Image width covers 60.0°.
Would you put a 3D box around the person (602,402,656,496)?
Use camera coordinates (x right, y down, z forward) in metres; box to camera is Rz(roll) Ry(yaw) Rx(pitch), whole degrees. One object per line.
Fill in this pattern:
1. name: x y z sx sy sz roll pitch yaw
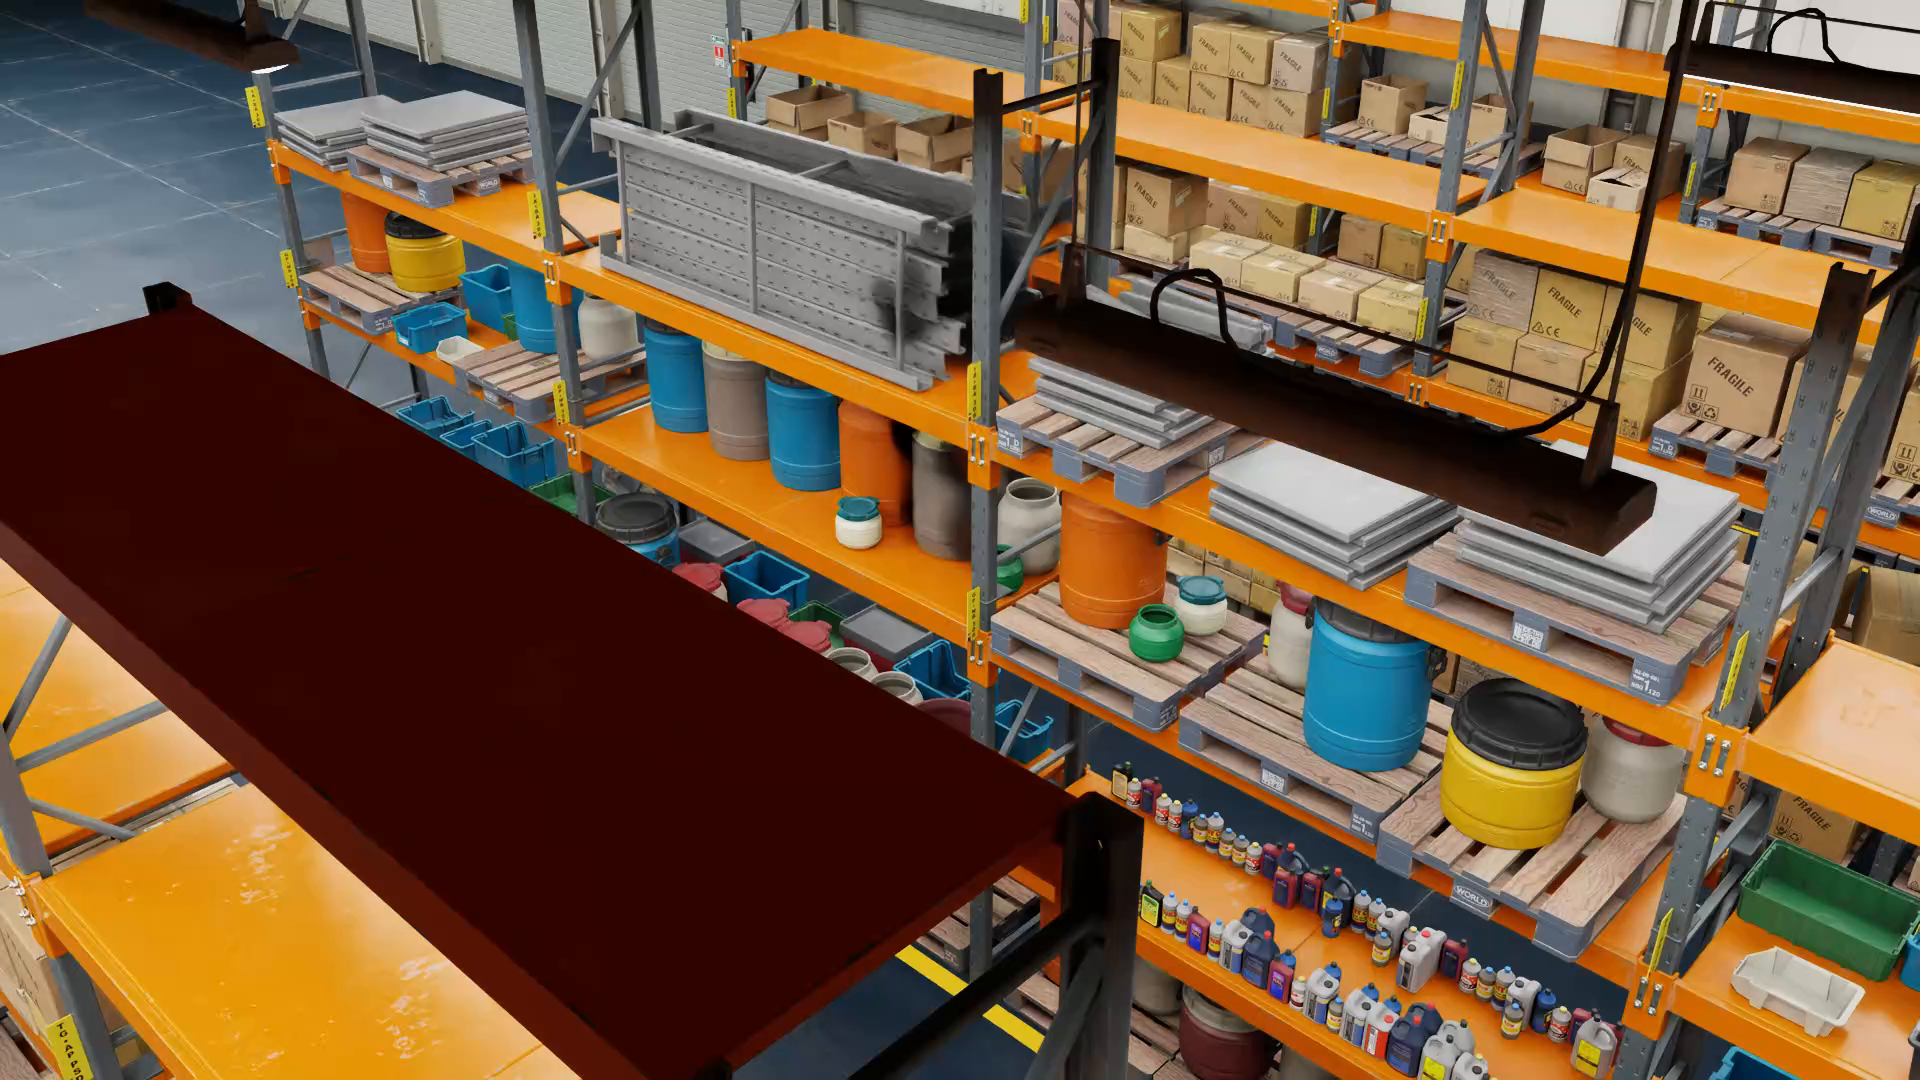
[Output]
1. person: -3.196 -0.855 15.945 0.738 1.734 0.667 19 35 30
